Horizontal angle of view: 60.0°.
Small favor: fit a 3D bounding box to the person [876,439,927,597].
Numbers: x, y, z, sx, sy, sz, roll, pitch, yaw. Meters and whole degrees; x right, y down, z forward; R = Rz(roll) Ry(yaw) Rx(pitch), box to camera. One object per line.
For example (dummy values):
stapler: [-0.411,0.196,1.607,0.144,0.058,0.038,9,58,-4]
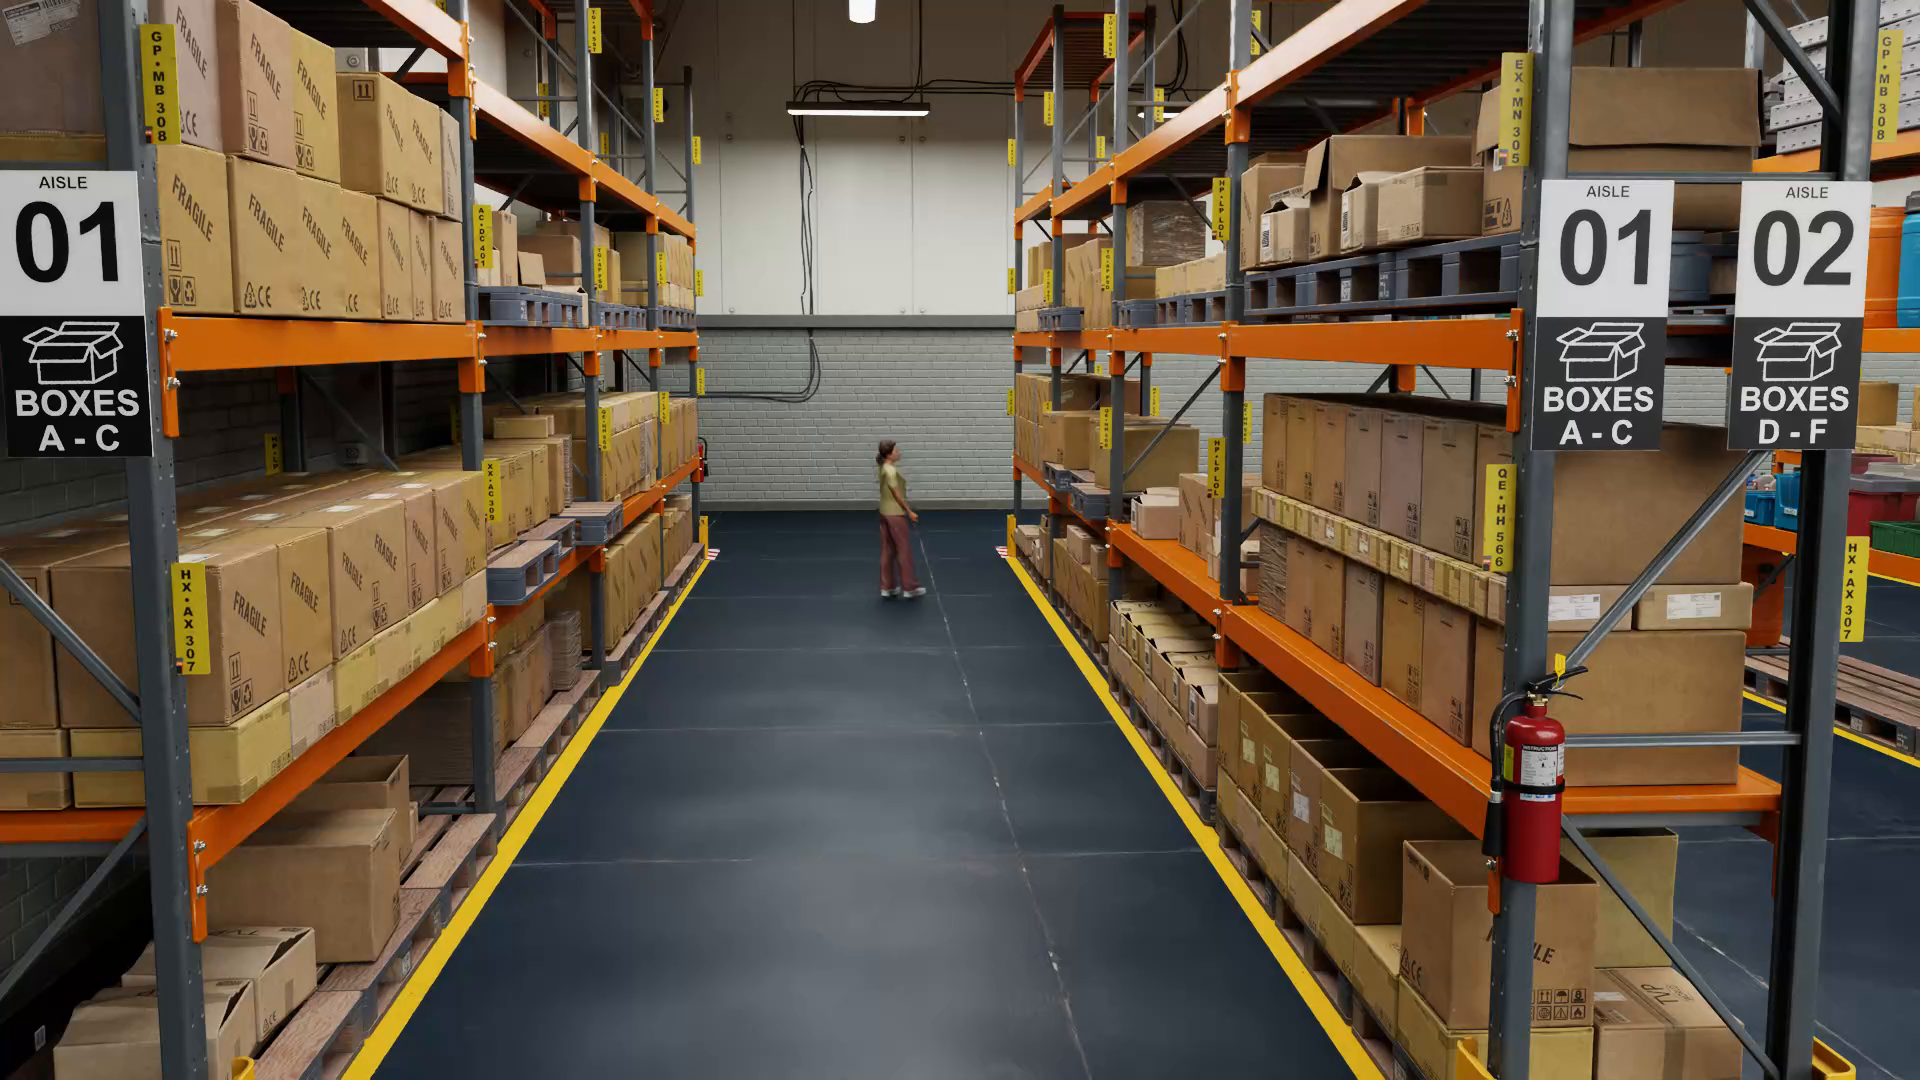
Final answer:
person: [-0.632,-0.235,17.567,0.540,1.674,0.463,-3,7,-20]
